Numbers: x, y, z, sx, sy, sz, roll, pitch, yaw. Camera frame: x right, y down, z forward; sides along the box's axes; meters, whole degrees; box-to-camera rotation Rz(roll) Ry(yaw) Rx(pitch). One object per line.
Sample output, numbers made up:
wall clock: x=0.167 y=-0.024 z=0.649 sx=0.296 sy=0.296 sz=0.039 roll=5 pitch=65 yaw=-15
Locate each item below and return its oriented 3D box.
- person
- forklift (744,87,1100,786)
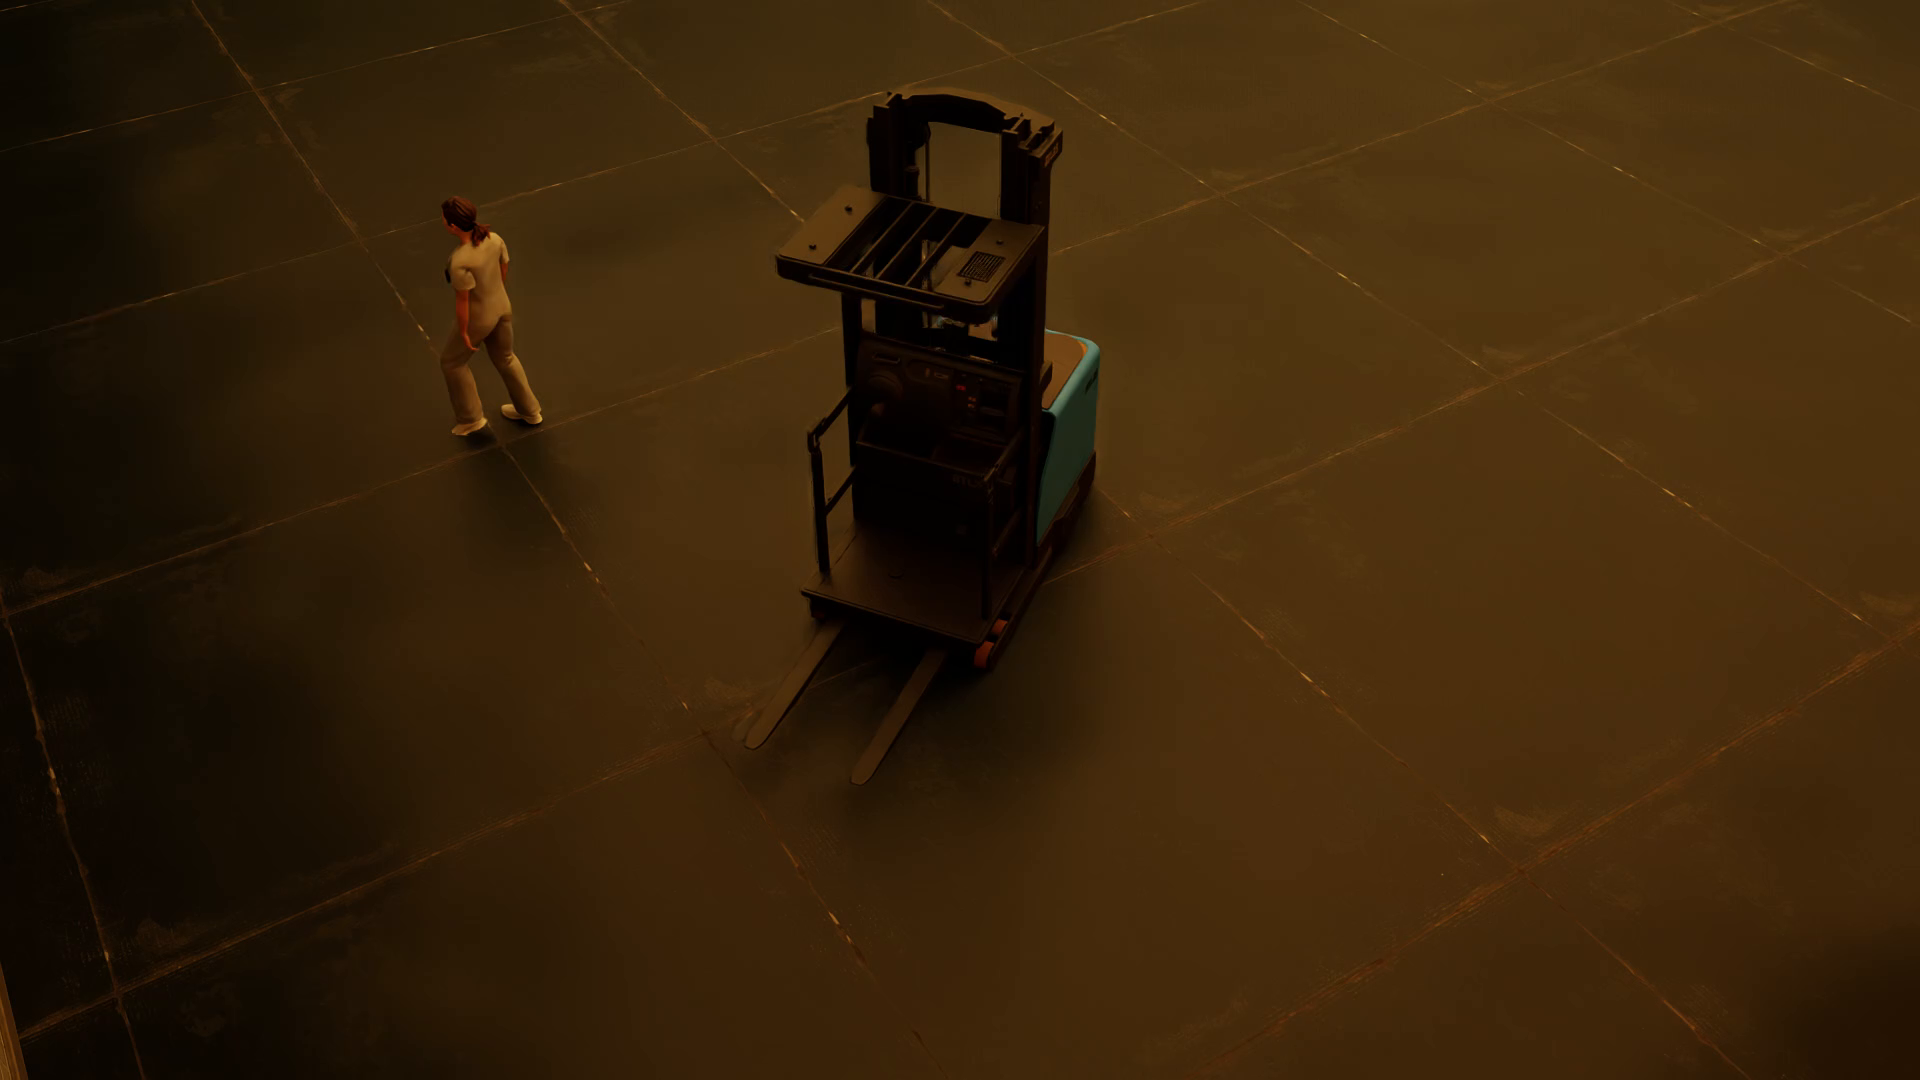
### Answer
person: x=-3.033 y=-1.398 z=10.489 sx=0.530 sy=1.710 sz=0.545 roll=16 pitch=44 yaw=18
forklift: x=-0.206 y=-0.702 z=8.675 sx=1.130 sy=2.935 sz=3.031 roll=16 pitch=44 yaw=17
